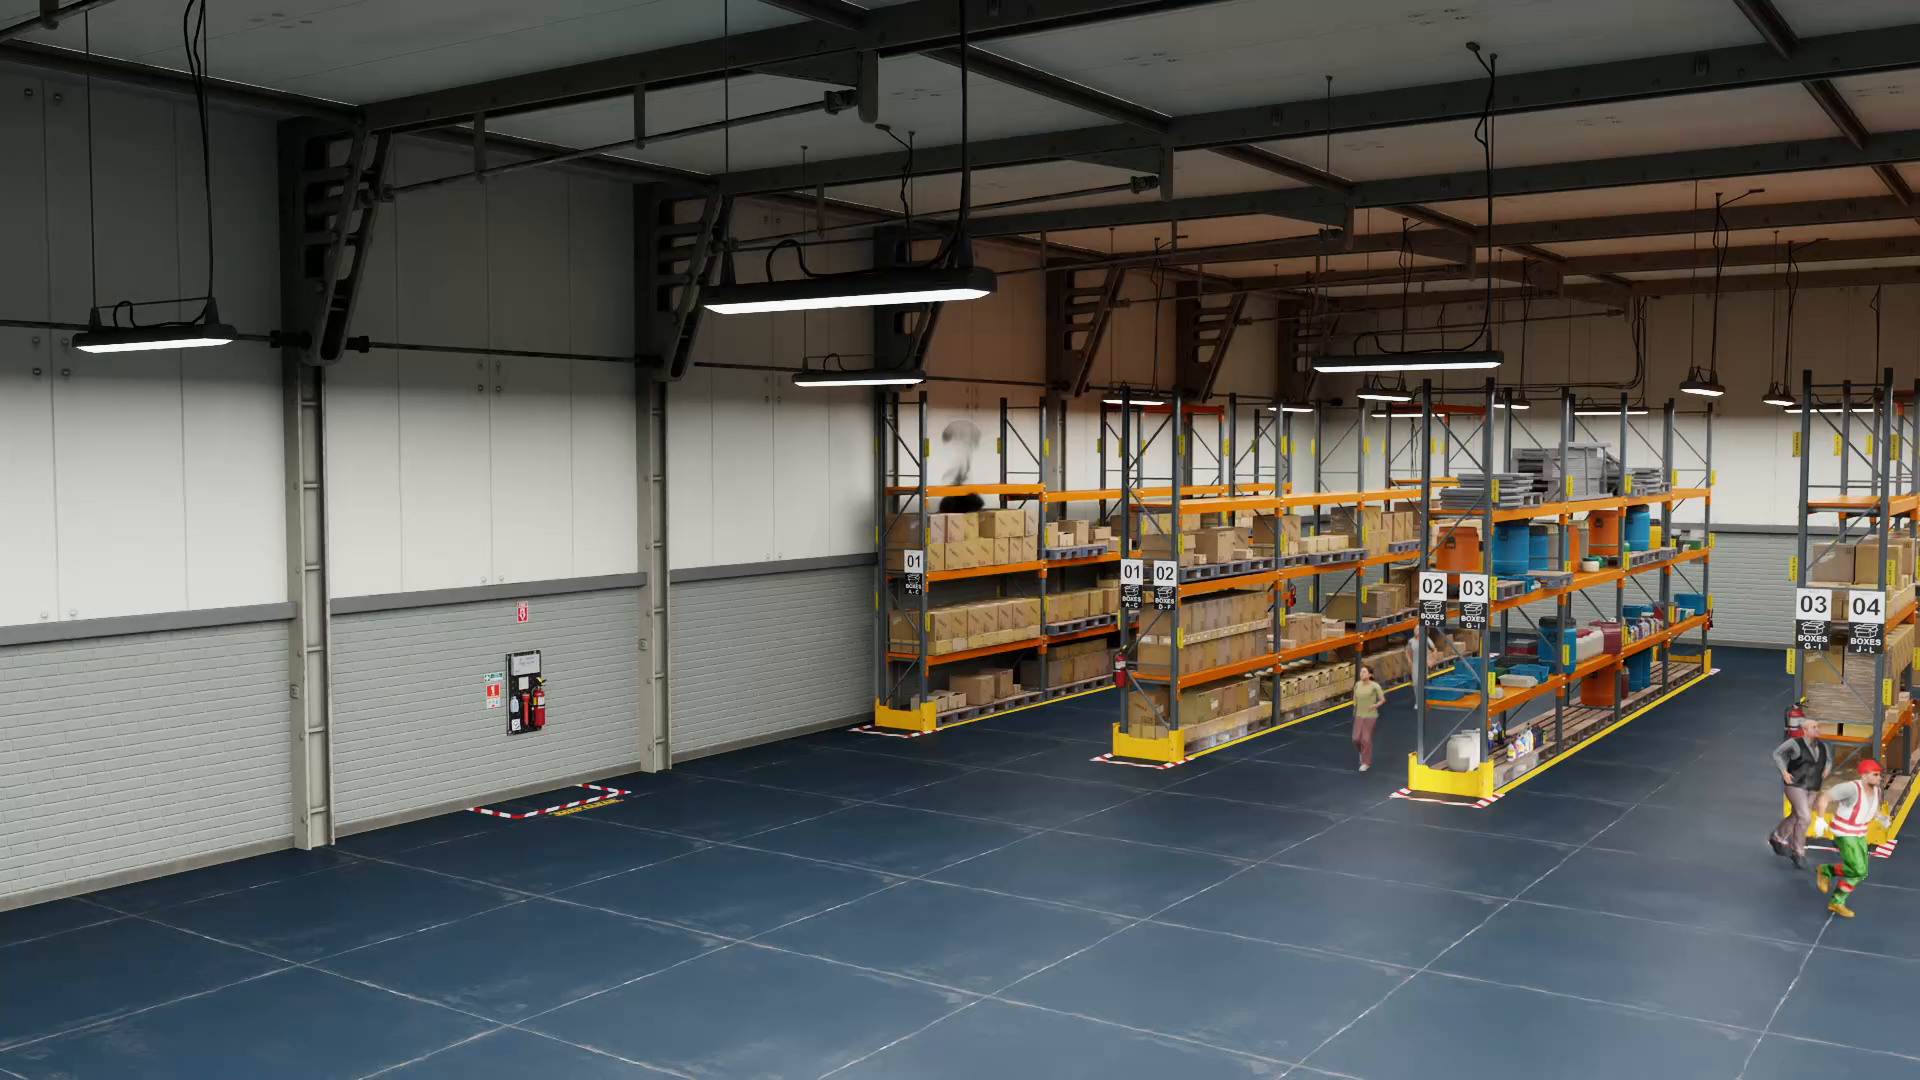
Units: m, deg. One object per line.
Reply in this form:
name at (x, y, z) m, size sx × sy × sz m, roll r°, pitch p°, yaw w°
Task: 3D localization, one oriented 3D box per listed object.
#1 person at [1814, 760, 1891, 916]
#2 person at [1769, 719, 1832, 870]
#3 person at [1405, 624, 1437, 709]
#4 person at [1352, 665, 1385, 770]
person at (9.556, 3.173, 17.803) m, size 0.652 × 1.705 × 0.745 m, roll -2°, pitch 4°, yaw -28°
person at (10.170, 3.031, 20.099) m, size 0.653 × 1.768 × 0.763 m, roll -1°, pitch 3°, yaw -16°
person at (8.835, 2.428, 31.921) m, size 0.579 × 1.627 × 0.639 m, roll 2°, pitch 4°, yaw 32°
person at (6.316, 2.758, 25.819) m, size 0.569 × 1.637 × 0.565 m, roll 2°, pitch 4°, yaw 38°
